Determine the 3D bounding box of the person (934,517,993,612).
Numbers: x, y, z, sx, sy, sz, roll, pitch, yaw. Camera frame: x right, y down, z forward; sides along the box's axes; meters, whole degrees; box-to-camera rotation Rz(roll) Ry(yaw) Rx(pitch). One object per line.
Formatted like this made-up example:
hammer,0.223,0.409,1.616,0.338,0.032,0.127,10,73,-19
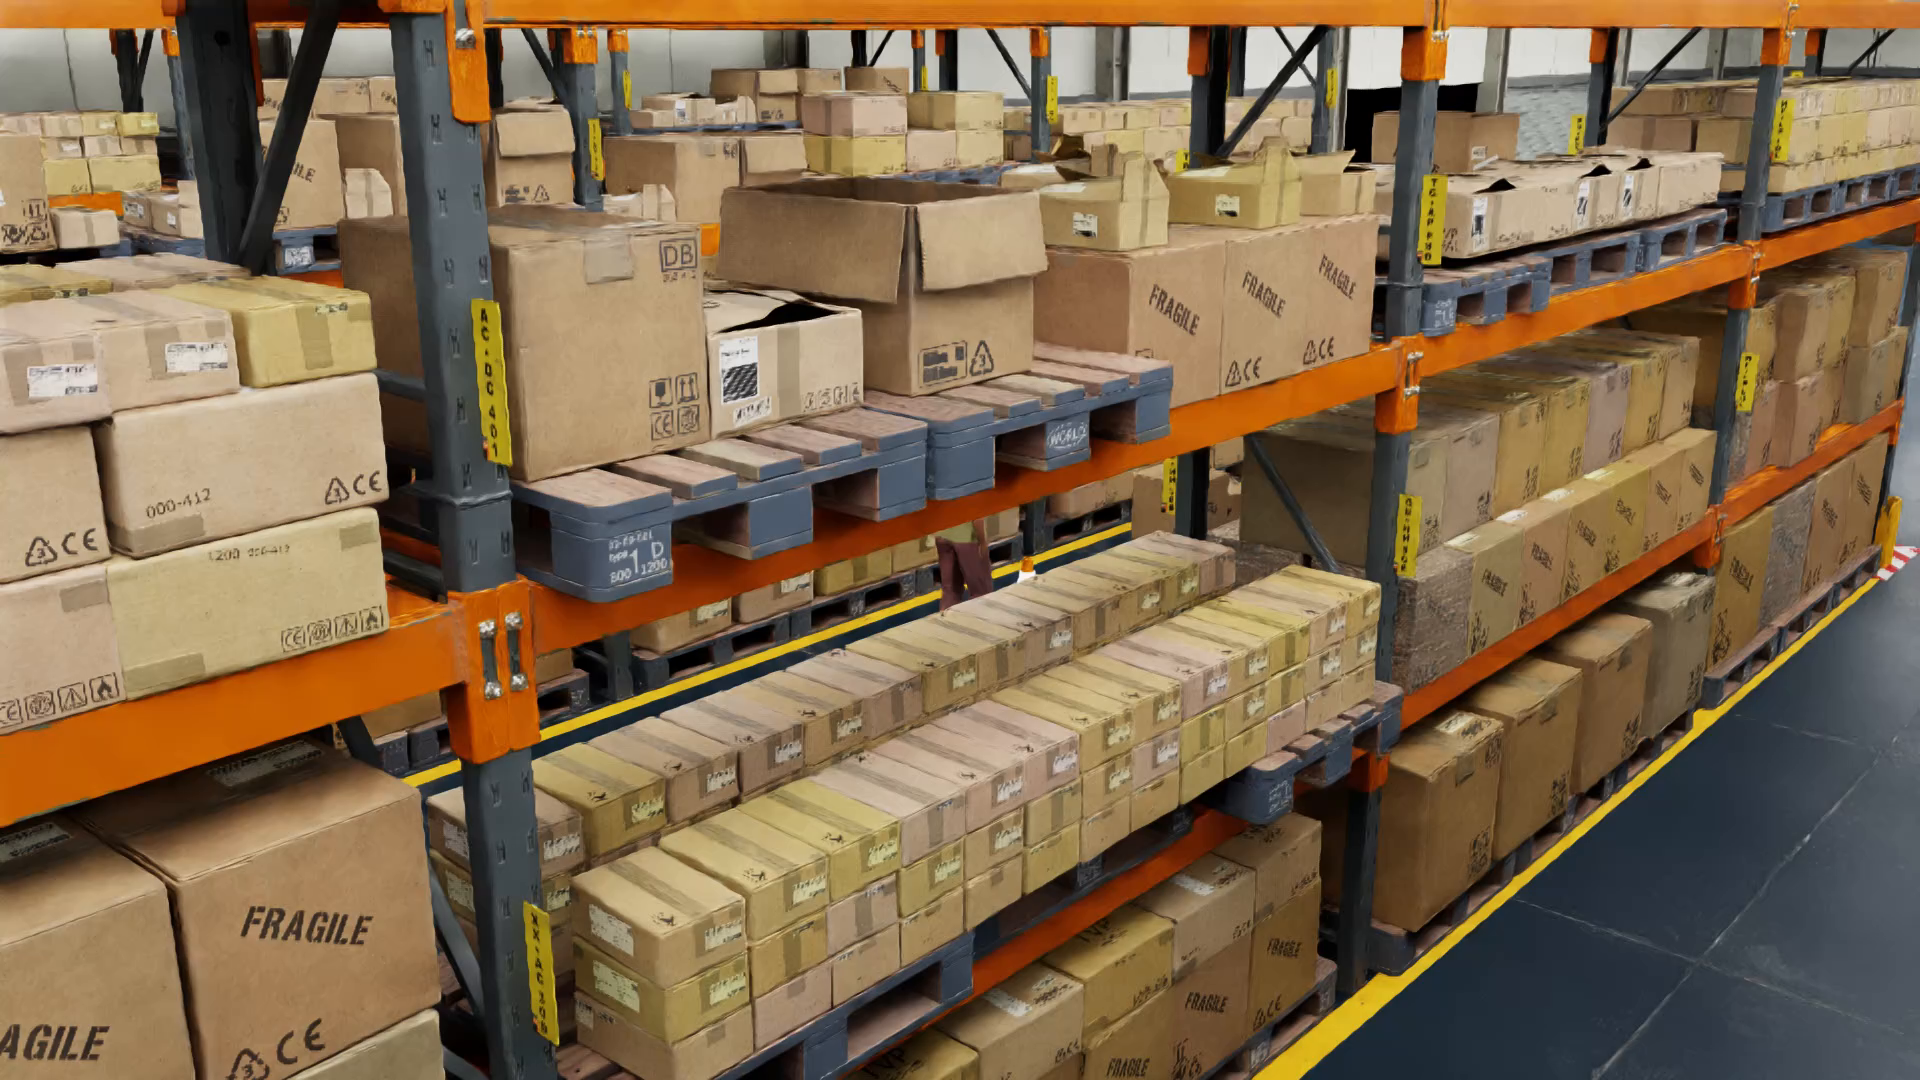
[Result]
person,0.007,0.003,10.545,0.462,1.670,0.418,15,23,41
